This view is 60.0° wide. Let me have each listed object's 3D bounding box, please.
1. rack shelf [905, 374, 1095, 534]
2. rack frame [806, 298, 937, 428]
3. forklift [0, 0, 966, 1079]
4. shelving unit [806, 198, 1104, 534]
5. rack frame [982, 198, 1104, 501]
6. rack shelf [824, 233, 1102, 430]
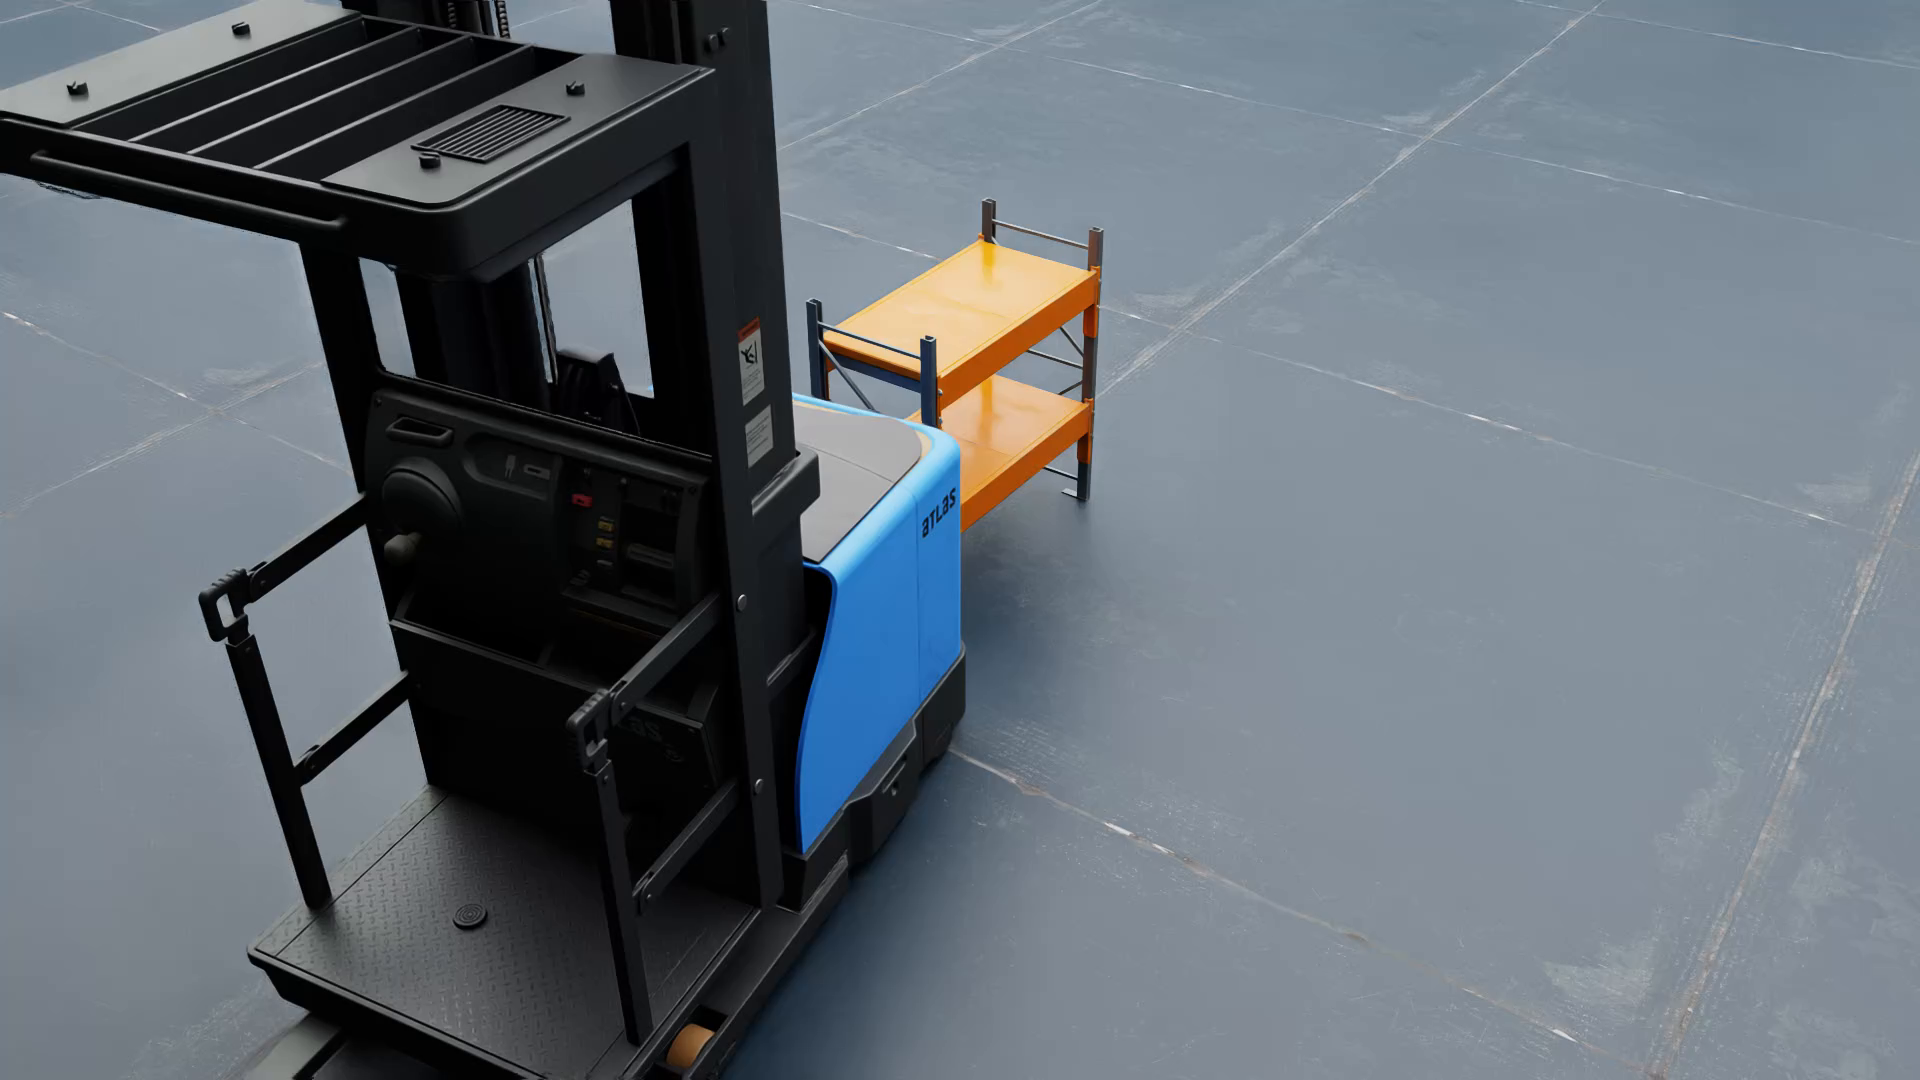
[{"bbox_3d":[0.004,-0.267,6.076,0.538,0.278,1.000,21,39,28],"label":"rack shelf"},{"bbox_3d":[-0.286,-0.235,5.594,0.500,1.125,0.032,21,39,28],"label":"rack frame"},{"bbox_3d":[-1.078,-0.009,3.647,1.130,2.935,3.031,15,37,21],"label":"forklift"},{"bbox_3d":[0.004,-0.469,5.939,0.538,1.125,1.048,21,39,28],"label":"shelving unit"},{"bbox_3d":[0.294,-0.703,6.285,0.500,1.125,0.032,21,39,28],"label":"rack frame"},{"bbox_3d":[0.004,-0.712,5.776,0.538,0.278,1.000,21,39,28],"label":"rack shelf"}]
